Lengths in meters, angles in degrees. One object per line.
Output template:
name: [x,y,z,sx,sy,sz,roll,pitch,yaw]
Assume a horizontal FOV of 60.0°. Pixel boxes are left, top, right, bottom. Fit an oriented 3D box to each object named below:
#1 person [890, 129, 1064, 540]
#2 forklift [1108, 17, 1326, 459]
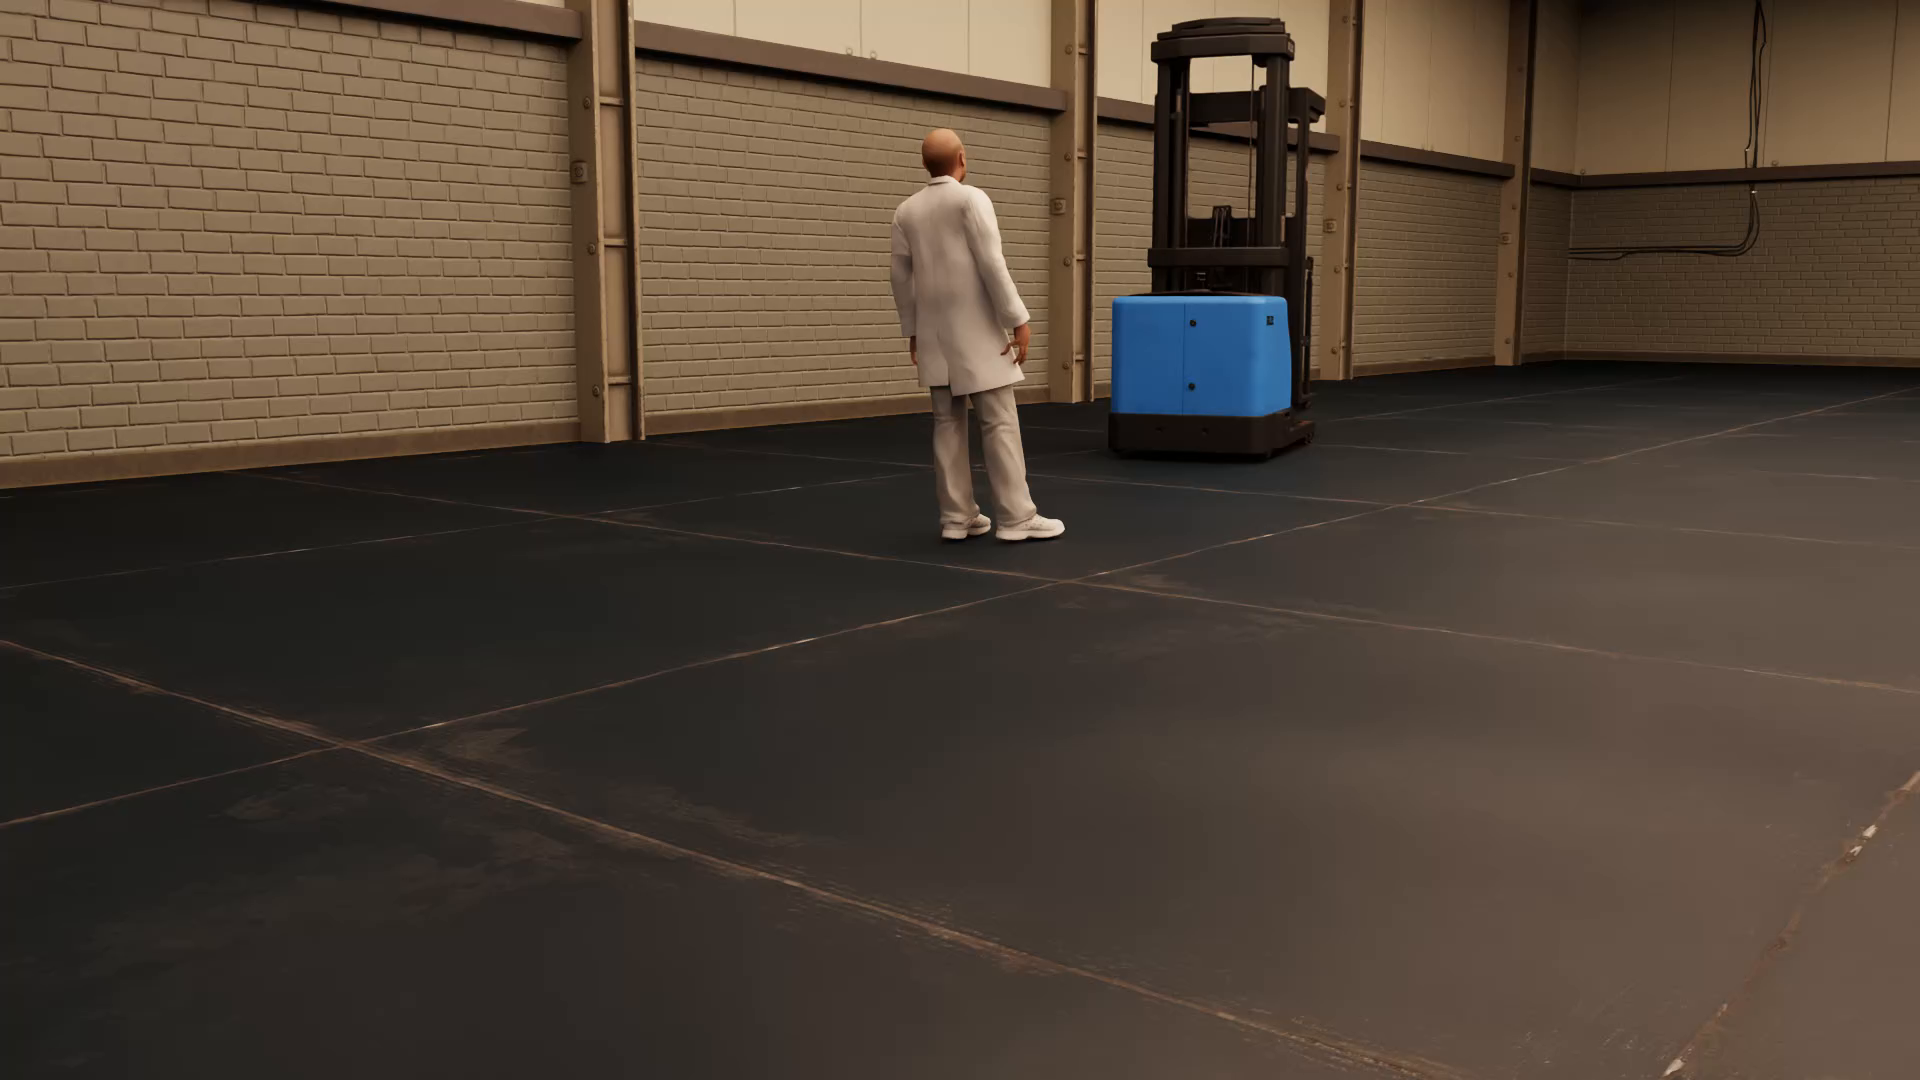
person: [0.060,-0.897,7.342,0.696,1.776,0.581,7,11,38]
forklift: [1.995,-2.158,12.027,1.130,2.935,3.031,3,9,21]
